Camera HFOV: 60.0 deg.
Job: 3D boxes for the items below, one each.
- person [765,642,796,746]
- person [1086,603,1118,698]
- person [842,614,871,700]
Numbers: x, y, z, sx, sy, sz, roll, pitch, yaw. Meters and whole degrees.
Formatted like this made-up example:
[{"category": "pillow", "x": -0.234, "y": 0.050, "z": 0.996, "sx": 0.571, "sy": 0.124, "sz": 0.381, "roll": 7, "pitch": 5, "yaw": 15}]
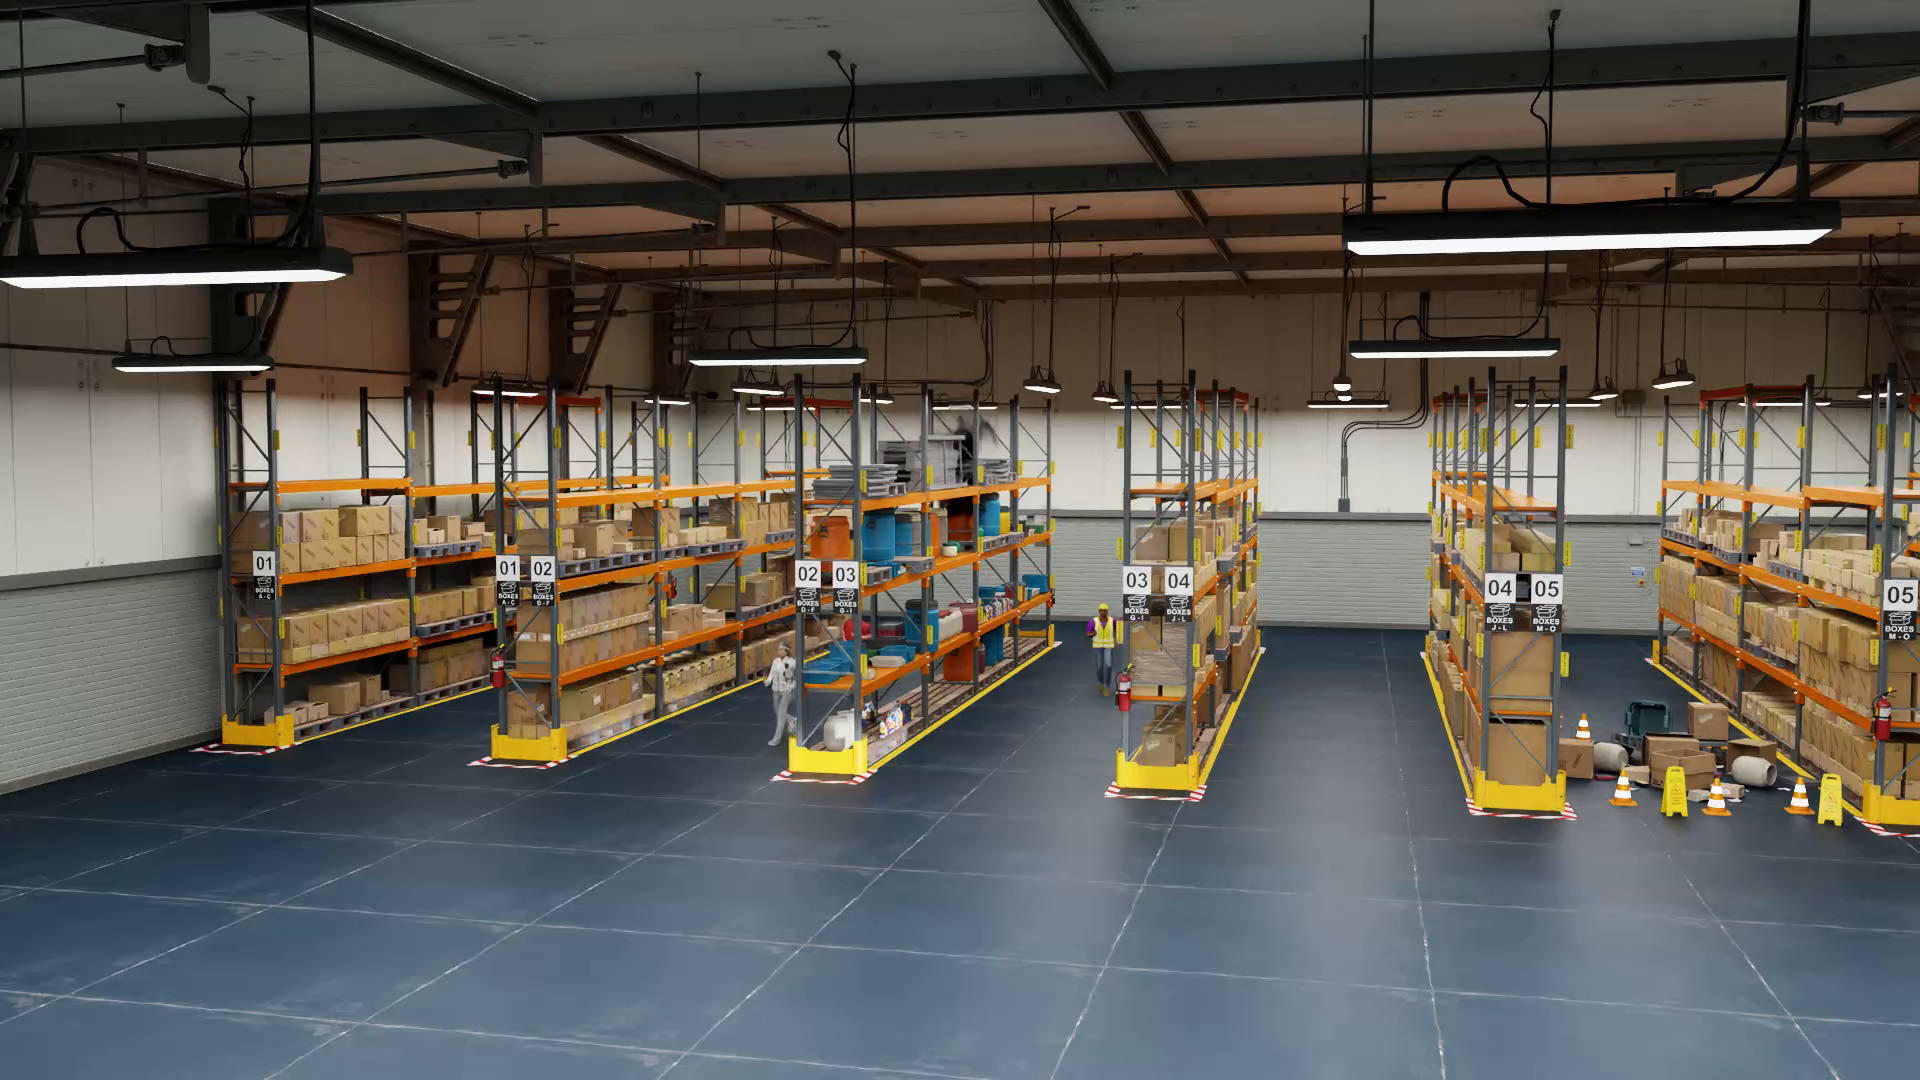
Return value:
[{"category": "person", "x": -2.942, "y": 2.506, "z": 27.485, "sx": 0.569, "sy": 1.674, "sz": 0.895, "roll": 2, "pitch": 4, "yaw": 28}, {"category": "person", "x": 2.811, "y": 2.154, "z": 32.650, "sx": 0.677, "sy": 1.823, "sz": 0.734, "roll": 0, "pitch": 3, "yaw": 7}, {"category": "person", "x": -2.031, "y": 2.181, "z": 32.307, "sx": 0.653, "sy": 1.748, "sz": 0.921, "roll": 1, "pitch": 4, "yaw": 15}]
